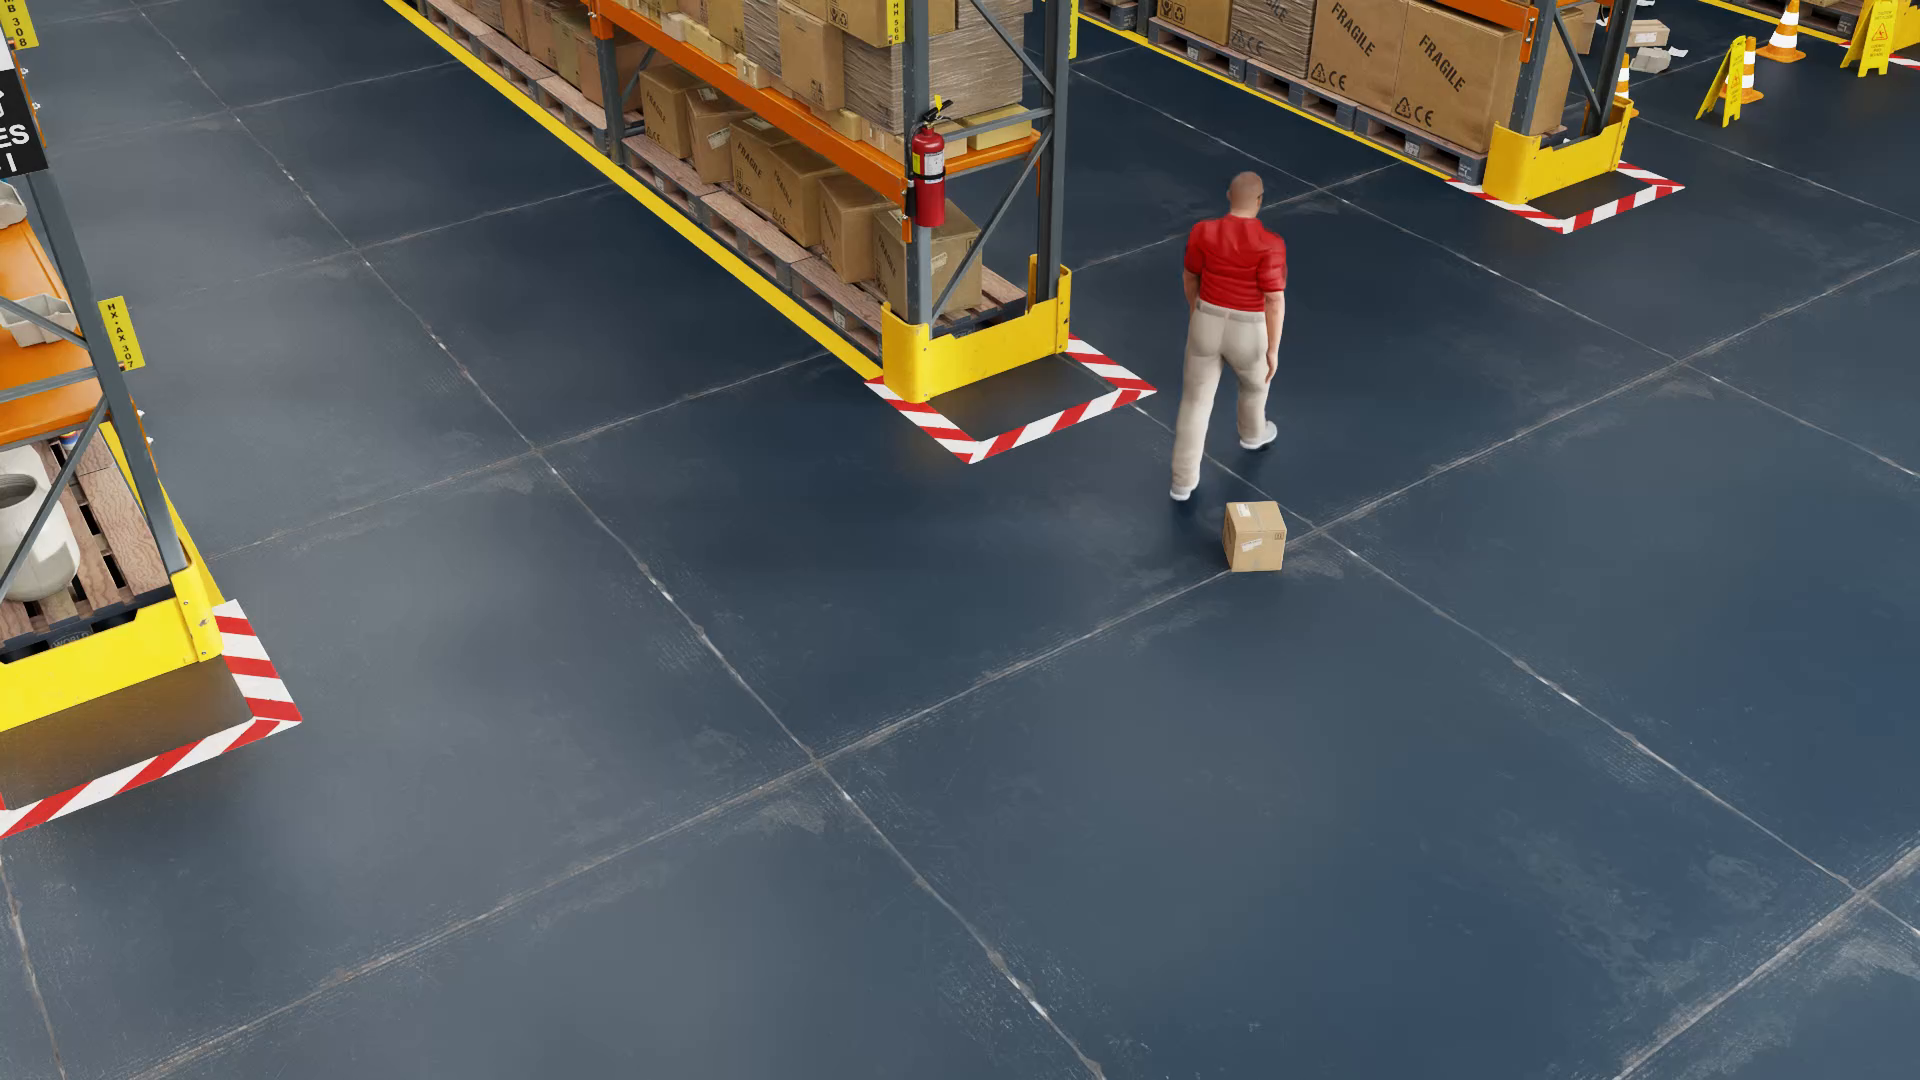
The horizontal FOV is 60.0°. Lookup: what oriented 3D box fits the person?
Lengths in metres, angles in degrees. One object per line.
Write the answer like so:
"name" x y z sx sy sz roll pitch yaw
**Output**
"person" 1.392 -1.085 8.505 0.575 1.694 0.981 13 38 17
